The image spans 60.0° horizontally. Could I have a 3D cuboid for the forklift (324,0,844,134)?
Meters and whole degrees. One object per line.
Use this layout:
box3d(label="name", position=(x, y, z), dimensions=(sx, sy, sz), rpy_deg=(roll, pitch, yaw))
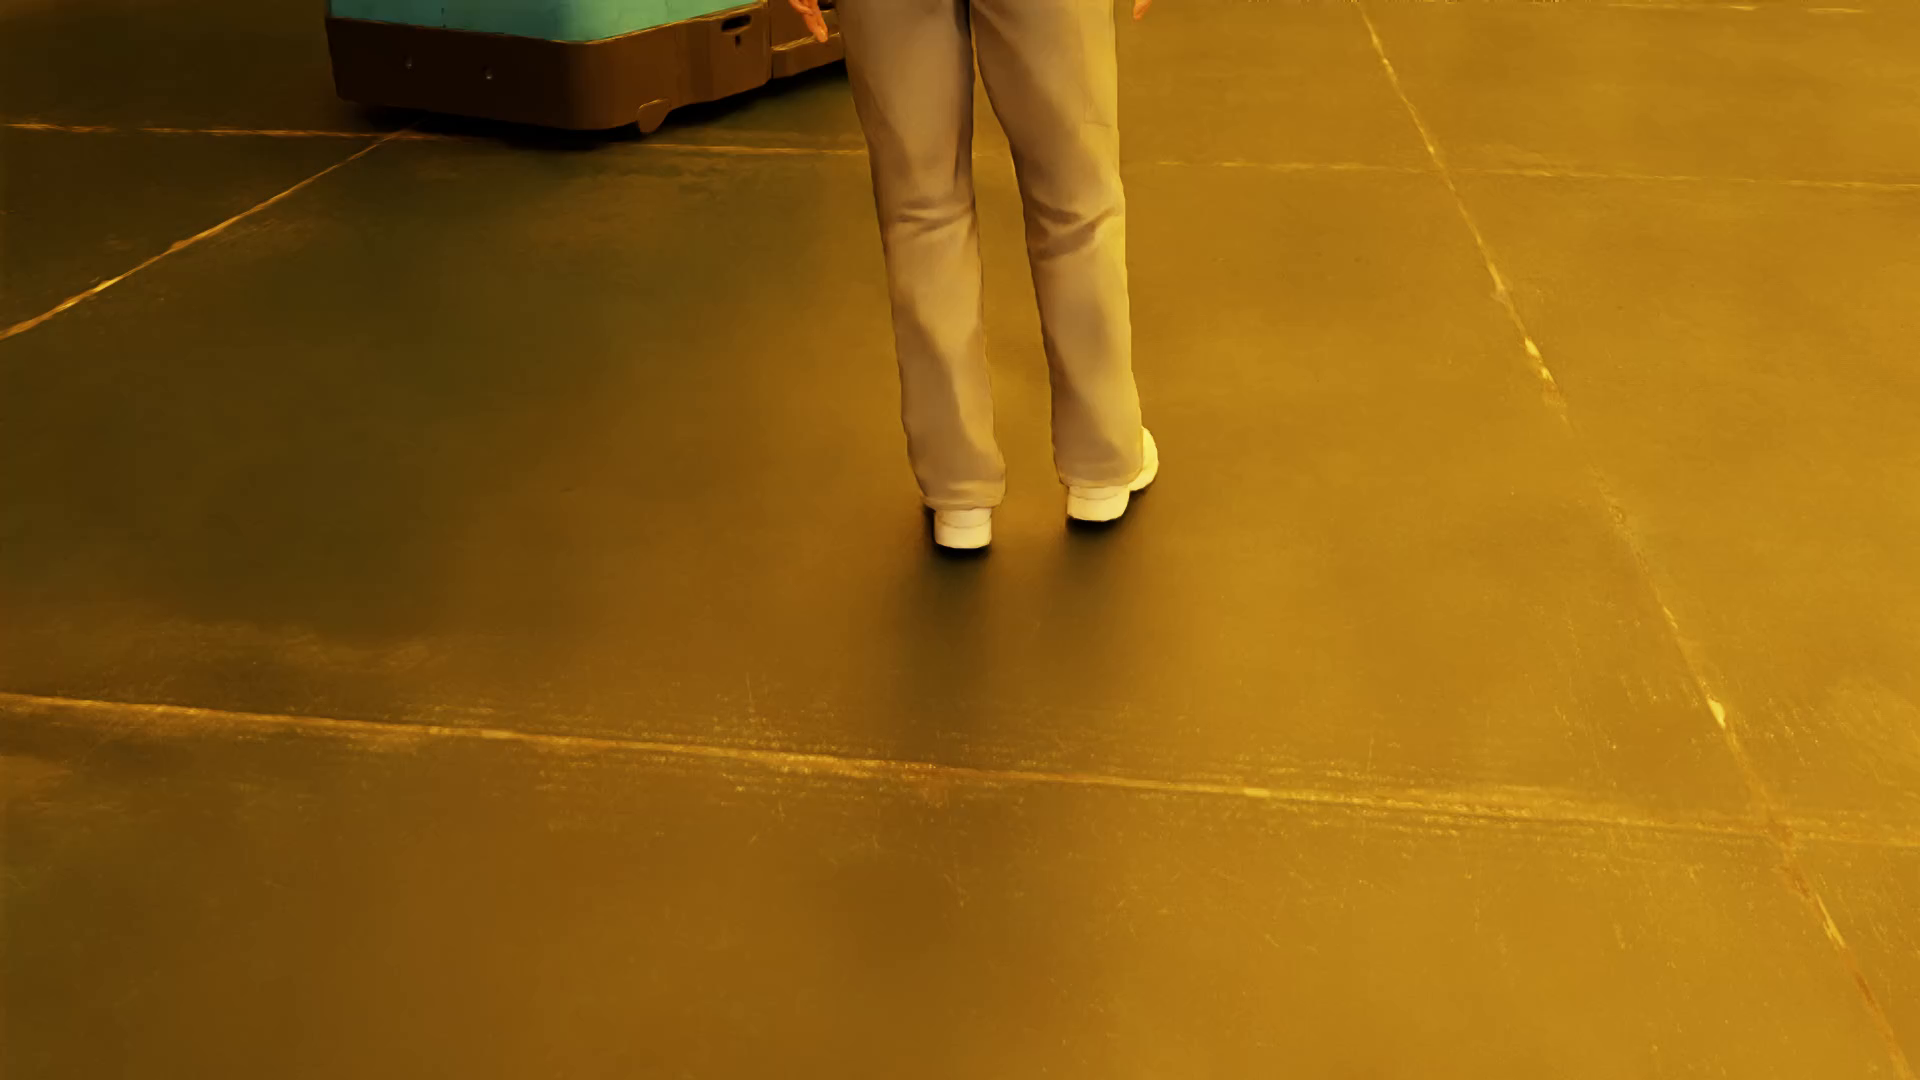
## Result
box3d(label="forklift", position=(-0.761, -3.075, 5.381), dimensions=(1.130, 2.935, 3.031), rpy_deg=(13, 29, 24))

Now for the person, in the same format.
box3d(label="person", position=(0.023, -0.788, 2.187), dimensions=(0.550, 1.674, 0.548), rpy_deg=(3, 27, 7))
